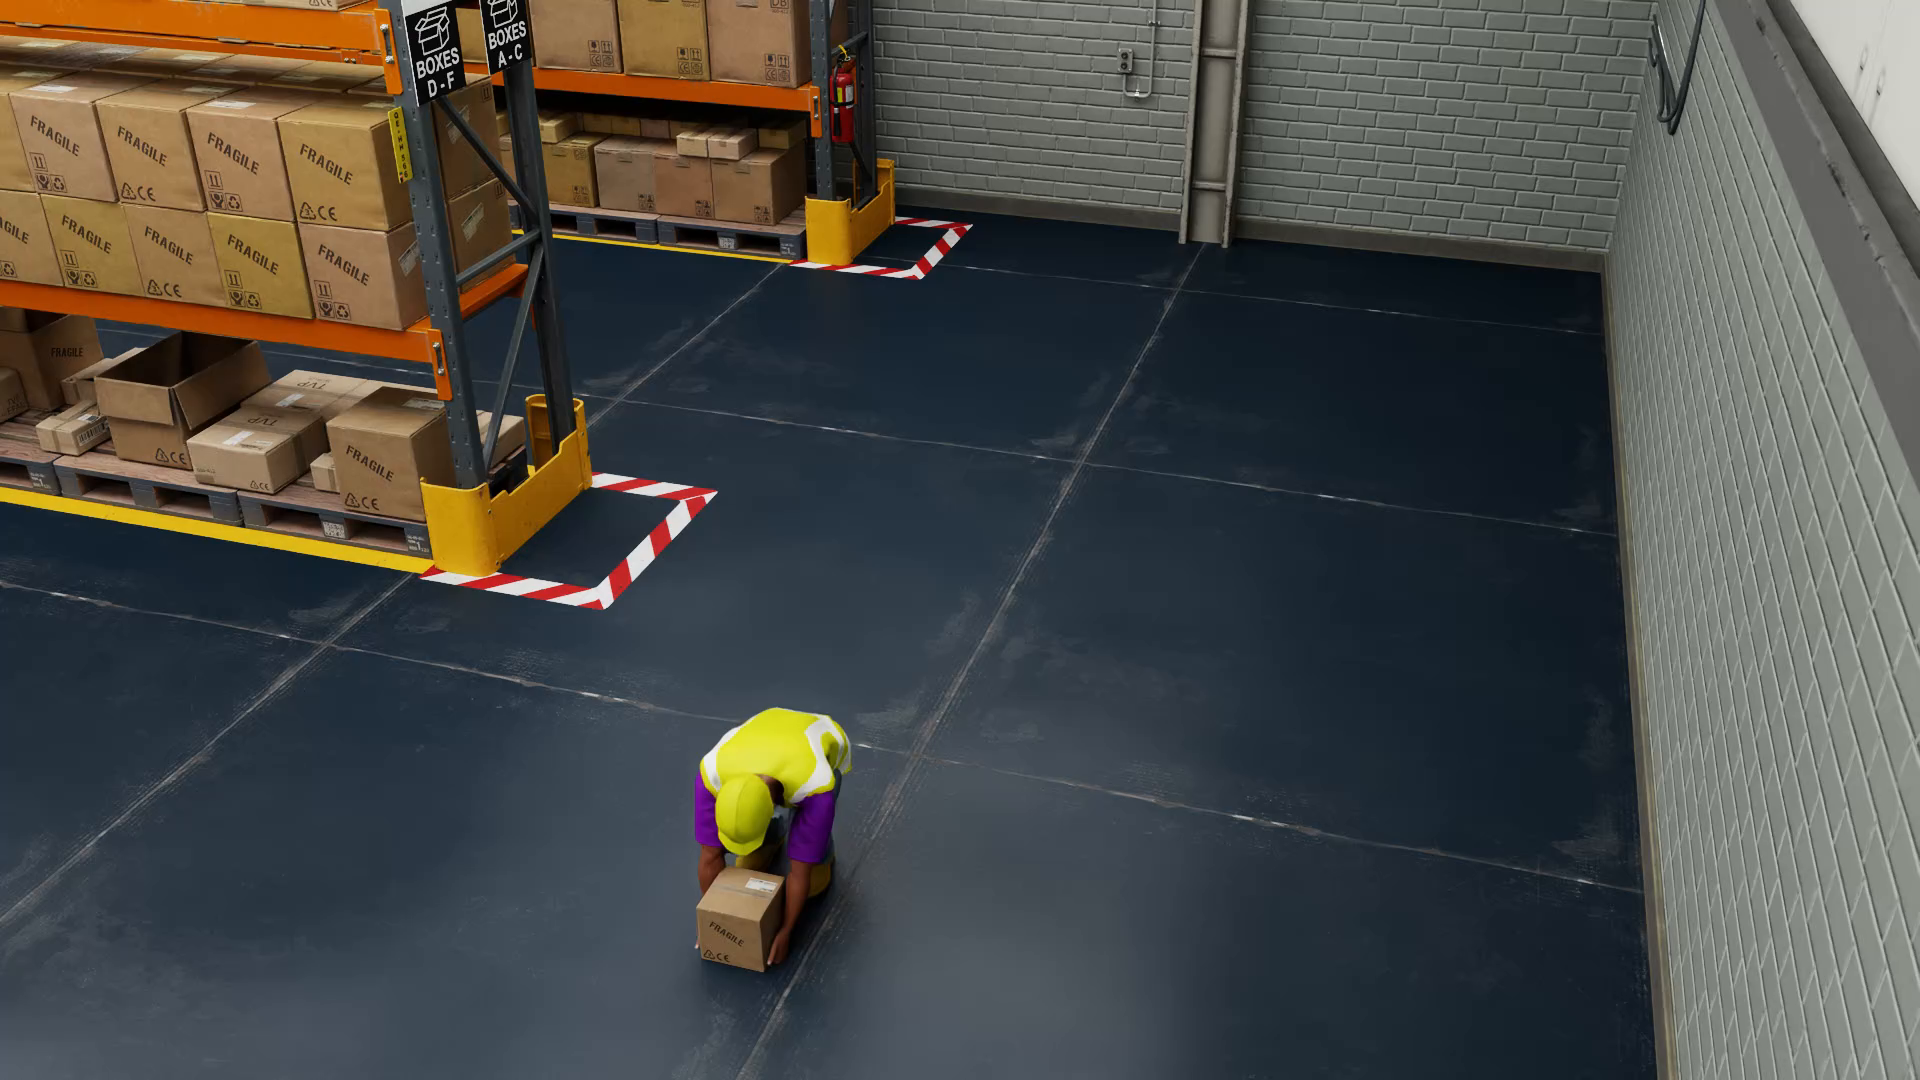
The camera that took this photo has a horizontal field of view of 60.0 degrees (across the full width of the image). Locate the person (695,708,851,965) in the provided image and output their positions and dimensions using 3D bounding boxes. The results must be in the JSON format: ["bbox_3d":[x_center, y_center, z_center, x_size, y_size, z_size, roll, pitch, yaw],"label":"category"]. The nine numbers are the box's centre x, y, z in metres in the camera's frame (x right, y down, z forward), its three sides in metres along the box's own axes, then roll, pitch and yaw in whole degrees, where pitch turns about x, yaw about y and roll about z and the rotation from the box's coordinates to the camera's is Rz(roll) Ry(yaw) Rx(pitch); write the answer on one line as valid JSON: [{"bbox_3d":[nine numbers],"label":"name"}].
[{"bbox_3d":[-0.686,1.053,6.286,0.541,0.886,0.934,8,30,14],"label":"person"}]
